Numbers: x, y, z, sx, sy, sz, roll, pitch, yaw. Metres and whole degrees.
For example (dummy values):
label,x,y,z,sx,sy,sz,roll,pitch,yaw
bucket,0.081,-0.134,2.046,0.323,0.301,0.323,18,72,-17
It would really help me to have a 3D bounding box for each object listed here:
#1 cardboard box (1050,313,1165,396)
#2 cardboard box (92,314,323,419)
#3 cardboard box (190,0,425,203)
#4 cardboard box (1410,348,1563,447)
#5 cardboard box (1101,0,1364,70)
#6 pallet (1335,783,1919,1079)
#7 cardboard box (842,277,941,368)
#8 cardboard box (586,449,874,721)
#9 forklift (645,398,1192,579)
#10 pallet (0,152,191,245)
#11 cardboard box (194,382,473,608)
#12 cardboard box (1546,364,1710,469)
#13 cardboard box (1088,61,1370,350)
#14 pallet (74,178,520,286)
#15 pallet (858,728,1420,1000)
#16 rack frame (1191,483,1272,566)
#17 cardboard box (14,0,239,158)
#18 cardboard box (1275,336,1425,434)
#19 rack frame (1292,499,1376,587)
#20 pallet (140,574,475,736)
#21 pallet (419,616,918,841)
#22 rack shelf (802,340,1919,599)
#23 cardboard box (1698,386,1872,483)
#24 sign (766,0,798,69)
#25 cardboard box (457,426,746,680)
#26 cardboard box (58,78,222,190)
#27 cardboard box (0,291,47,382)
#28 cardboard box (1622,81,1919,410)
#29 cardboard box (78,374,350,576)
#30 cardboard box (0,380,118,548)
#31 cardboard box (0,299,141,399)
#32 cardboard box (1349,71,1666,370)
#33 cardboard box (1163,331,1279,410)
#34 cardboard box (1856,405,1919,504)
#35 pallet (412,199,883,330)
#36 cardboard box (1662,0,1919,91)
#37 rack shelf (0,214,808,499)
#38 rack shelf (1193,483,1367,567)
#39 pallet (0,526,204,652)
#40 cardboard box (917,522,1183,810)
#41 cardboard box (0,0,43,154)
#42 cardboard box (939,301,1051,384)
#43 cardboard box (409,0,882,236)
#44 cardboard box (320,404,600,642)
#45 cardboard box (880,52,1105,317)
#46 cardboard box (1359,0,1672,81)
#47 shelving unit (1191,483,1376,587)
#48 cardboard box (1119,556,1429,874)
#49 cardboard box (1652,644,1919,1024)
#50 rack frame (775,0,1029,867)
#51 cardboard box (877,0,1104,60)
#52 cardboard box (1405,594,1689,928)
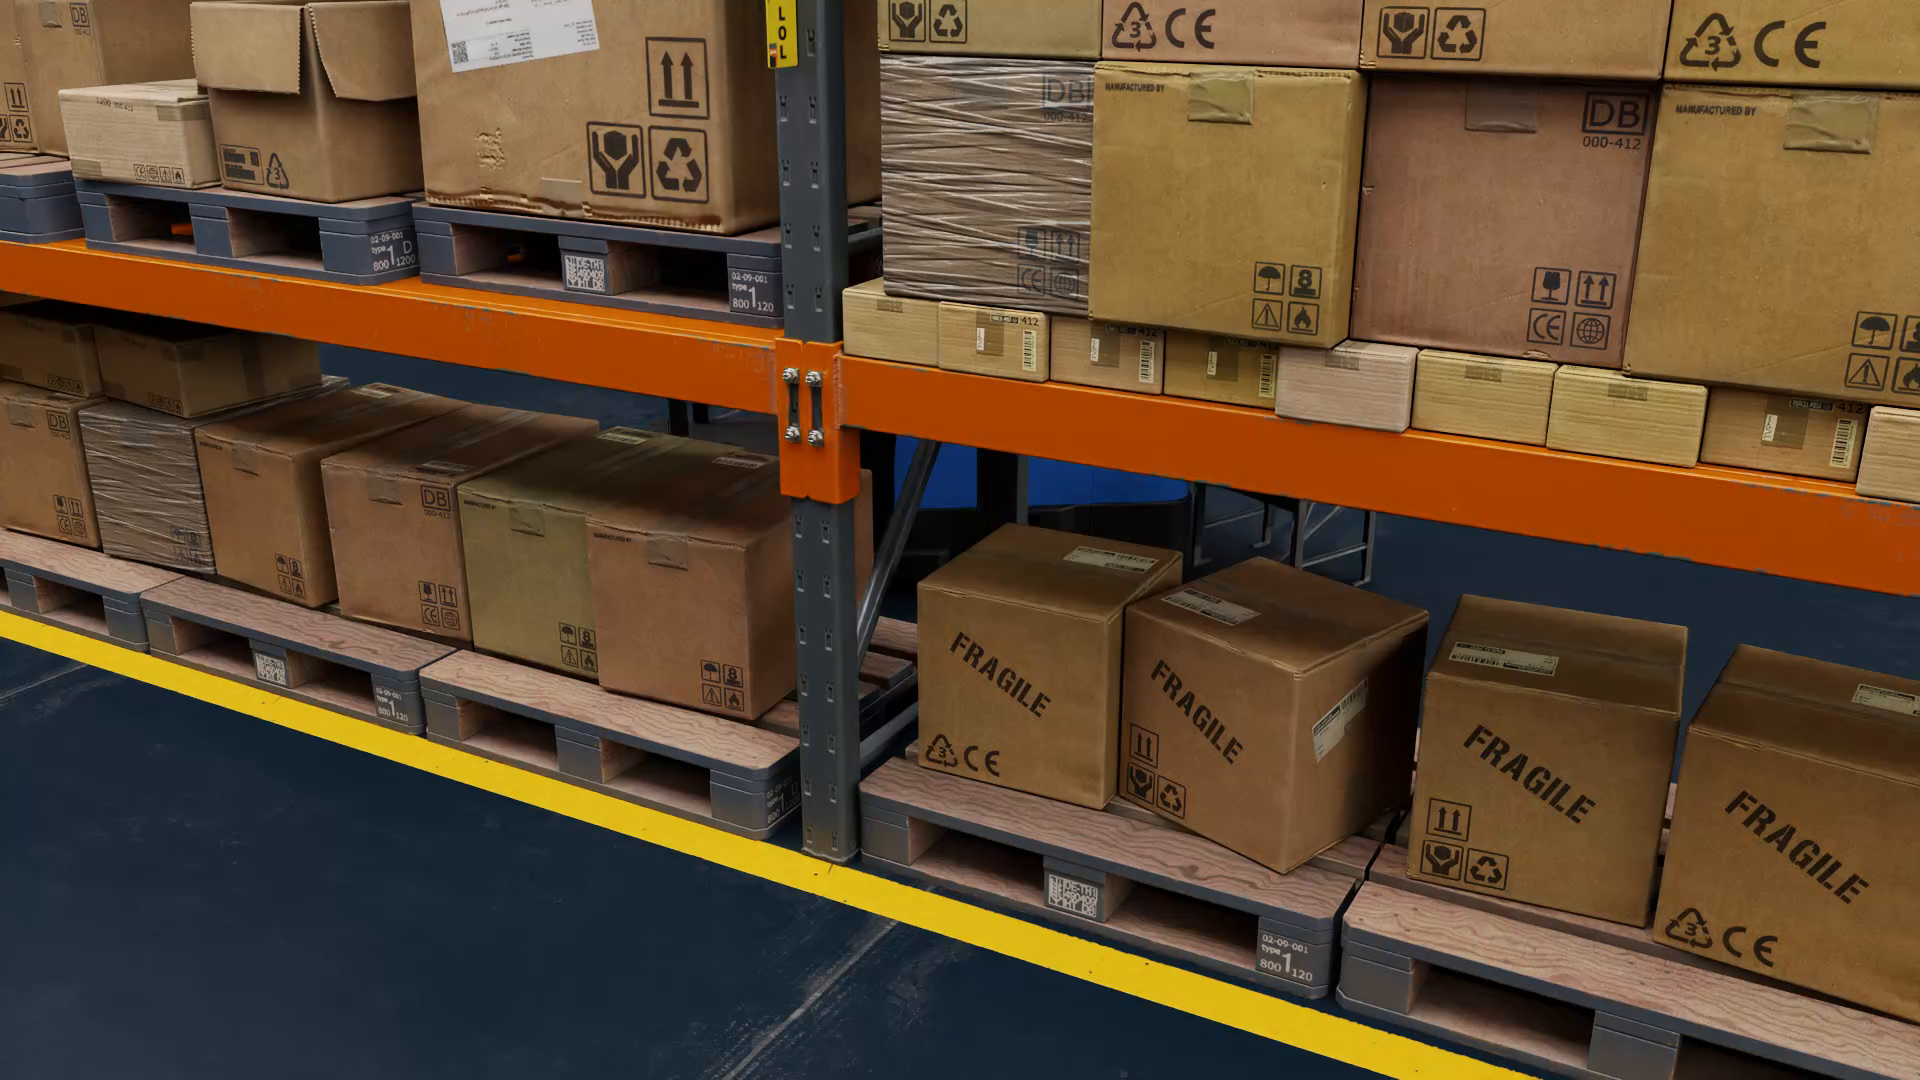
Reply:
label,x,y,z,sx,sy,sz,roll,pitch,yaw
cardboard box,0.385,-0.435,3.533,0.250,0.149,0.380,11,23,27
cardboard box,-2.524,-0.619,5.593,0.500,0.250,0.500,14,24,33
cardboard box,-1.658,-1.264,4.683,0.637,0.503,0.797,13,24,33
cardboard box,1.044,-0.313,3.198,0.250,0.149,0.380,11,23,27
cardboard box,0.606,-1.181,3.172,0.500,0.500,0.500,11,23,27
pallet,1.573,0.858,3.691,1.213,0.211,1.003,11,23,27
cardboard box,-0.059,-0.514,3.751,0.250,0.149,0.380,11,23,27
cardboard box,-0.625,0.103,4.704,0.500,0.500,0.700,9,22,23
forklift,-0.723,-1.351,5.791,3.031,2.935,1.130,-2,20,-5
pallet,-2.918,-1.245,5.680,1.003,0.211,1.213,11,23,27
cardboard box,-2.008,-0.168,5.449,0.500,0.500,0.700,13,24,32
cardboard box,1.257,-0.268,3.074,0.250,0.149,0.380,11,23,27
cardboard box,0.682,-0.757,3.470,0.500,0.500,0.875,11,23,27
pallet,-1.844,-1.015,5.046,1.213,0.211,1.003,11,23,27
pallet,0.504,0.655,4.250,1.213,0.211,1.003,11,23,27
rack frame,1.016,-0.934,5.860,0.400,2.100,0.015,-14,24,-33
cardboard box,-2.565,-1.526,5.410,0.500,0.500,0.700,15,25,35
cardboard box,0.806,-0.342,3.278,0.250,0.149,0.380,11,23,27
rack frame,1.302,-0.799,5.488,0.400,2.100,0.015,-14,24,-33
pallet,-1.849,0.222,5.443,1.213,0.211,1.003,11,23,27
pallet,-0.780,0.425,4.884,1.213,0.211,1.003,11,23,27
rack shelf,1.646,-0.086,3.259,4.000,0.370,1.077,11,23,27
cardboard box,1.498,-0.240,2.997,0.250,0.149,0.380,11,23,27
sign,-0.367,-1.135,3.399,0.005,0.325,0.100,11,23,27
cardboard box,-1.033,0.018,4.938,0.500,0.500,0.700,11,22,27
cardboard box,-2.241,-1.202,4.884,0.500,0.250,0.500,10,22,26
cardboard box,-4.184,-0.742,6.511,0.875,0.875,1.225,10,22,25
cardboard box,1.584,-0.608,3.061,0.500,0.500,0.875,11,23,27
cardboard box,-2.507,-0.260,5.704,0.500,0.500,0.700,9,22,23
cardboard box,-2.997,-0.348,5.947,0.500,0.500,0.700,10,22,24
cardboard box,-2.992,-0.704,5.828,0.500,0.250,0.500,12,23,29
cardboard box,1.168,-0.704,3.324,0.500,0.500,0.875,11,23,27
cardboard box,0.608,-0.396,3.427,0.250,0.149,0.380,11,23,27
cardboard box,1.682,-0.178,2.825,0.250,0.149,0.380,11,23,27
pallet,-0.696,-0.837,4.556,1.213,0.211,1.003,11,23,27
cardboard box,1.484,-1.018,2.722,0.500,0.500,0.500,11,23,27
rack shelf,-1.846,-0.751,5.093,4.000,0.370,1.077,11,23,27
rack shelf,1.159,-0.195,5.917,0.431,0.518,0.480,-14,24,-33
pallet,-2.910,0.019,6.003,1.213,0.211,1.003,11,23,27
cardboard box,0.230,0.299,4.192,0.500,0.500,0.500,10,22,26
cardboard box,-3.101,-1.589,5.584,0.500,0.500,0.500,8,21,21
cardboard box,0.153,-0.468,3.625,0.250,0.149,0.380,11,23,27
cardboard box,-0.725,-1.410,4.358,1.000,1.000,1.000,11,23,28
cardboard box,-1.521,-0.075,5.194,0.500,0.500,0.700,9,22,23
cardboard box,0.263,-0.851,3.728,0.500,0.500,0.875,11,23,27
cardboard box,1.043,-1.097,2.942,0.500,0.500,0.500,11,23,27
shelving unit,1.159,-0.866,5.674,0.431,2.100,0.503,-14,24,-33
cardboard box,0.734,0.392,3.935,0.500,0.500,0.500,-17,26,-39
cardboard box,1.779,0.578,3.423,0.500,0.500,0.500,13,24,32
rack frame,-0.100,-0.757,4.053,0.127,3.000,1.000,11,23,27
cardboard box,0.169,-1.263,3.400,0.500,0.500,0.500,11,23,27
cardboard box,1.314,0.472,3.715,0.500,0.500,0.500,9,22,23
